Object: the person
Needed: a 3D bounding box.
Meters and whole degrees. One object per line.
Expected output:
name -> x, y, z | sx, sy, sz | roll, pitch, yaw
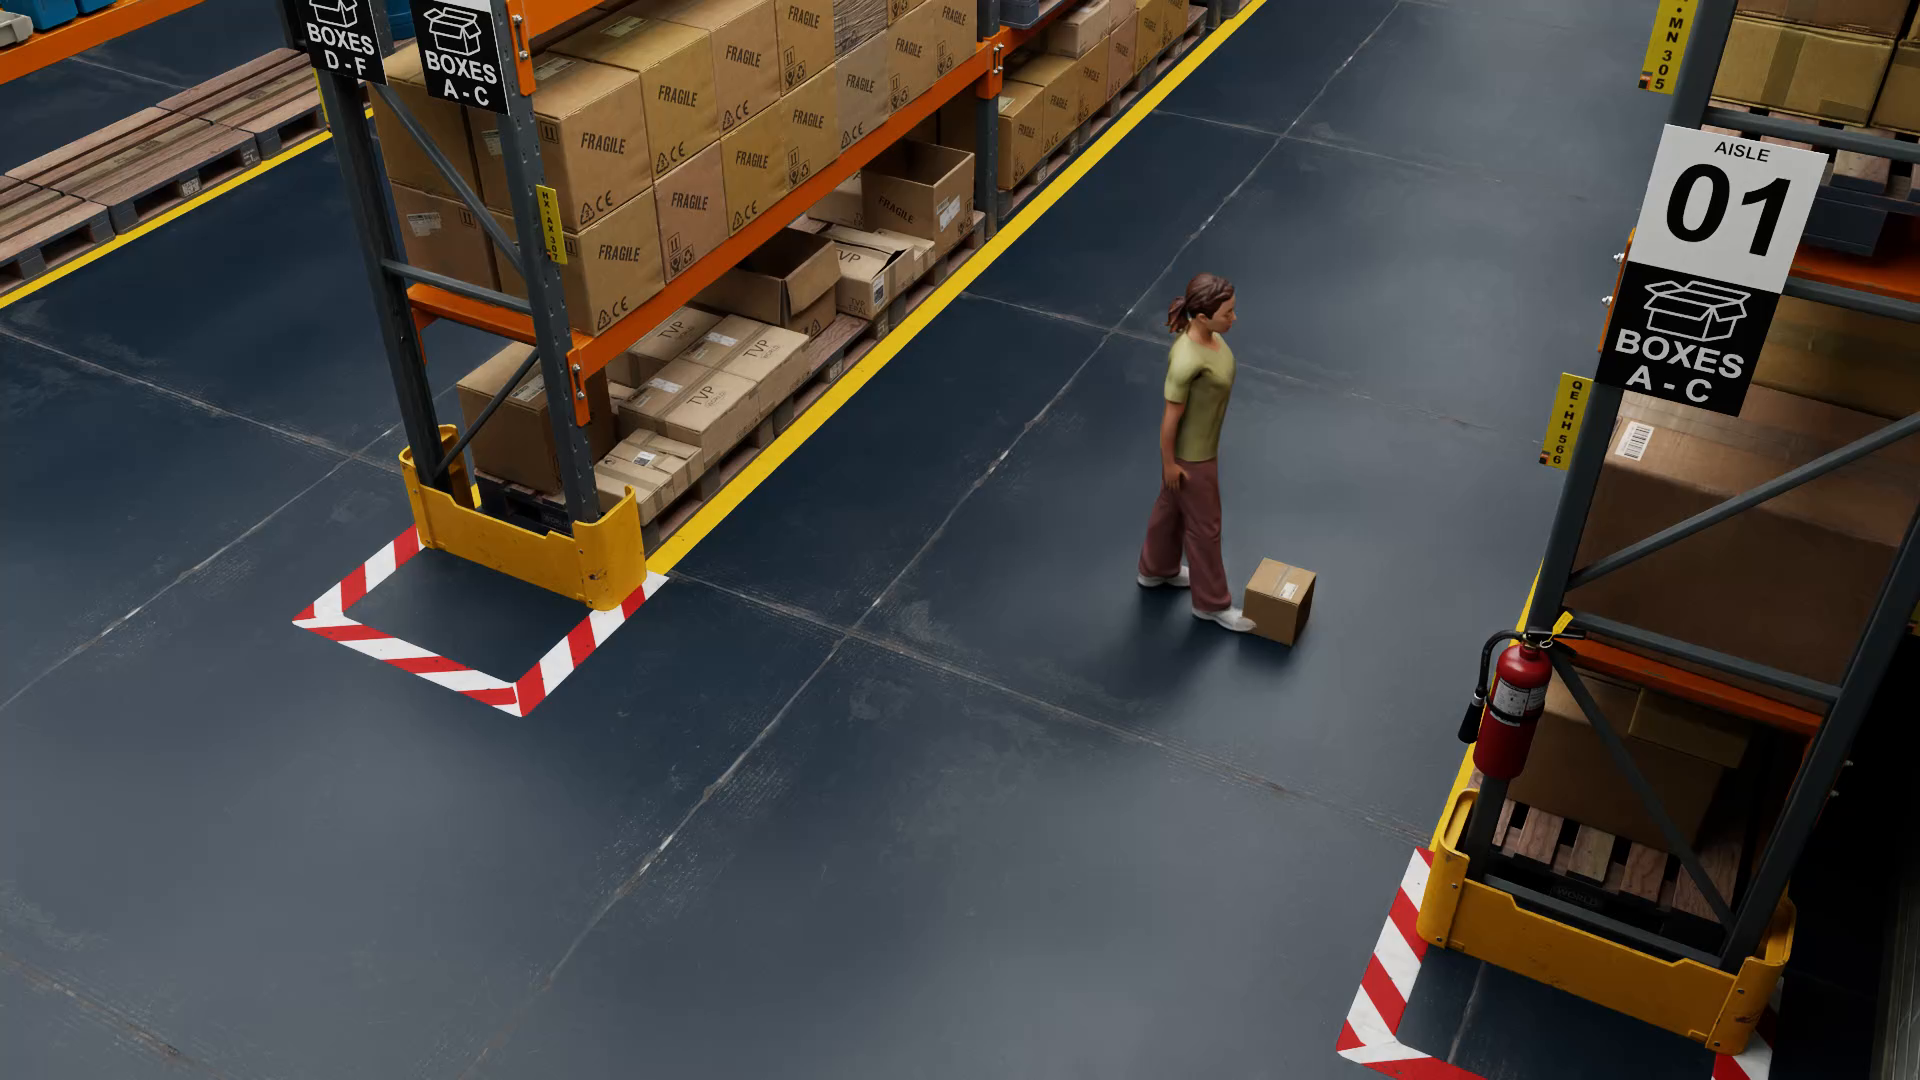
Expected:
person -> 1.111, -0.405, 7.250 | 0.582, 1.669, 0.473 | 9, 39, 11
